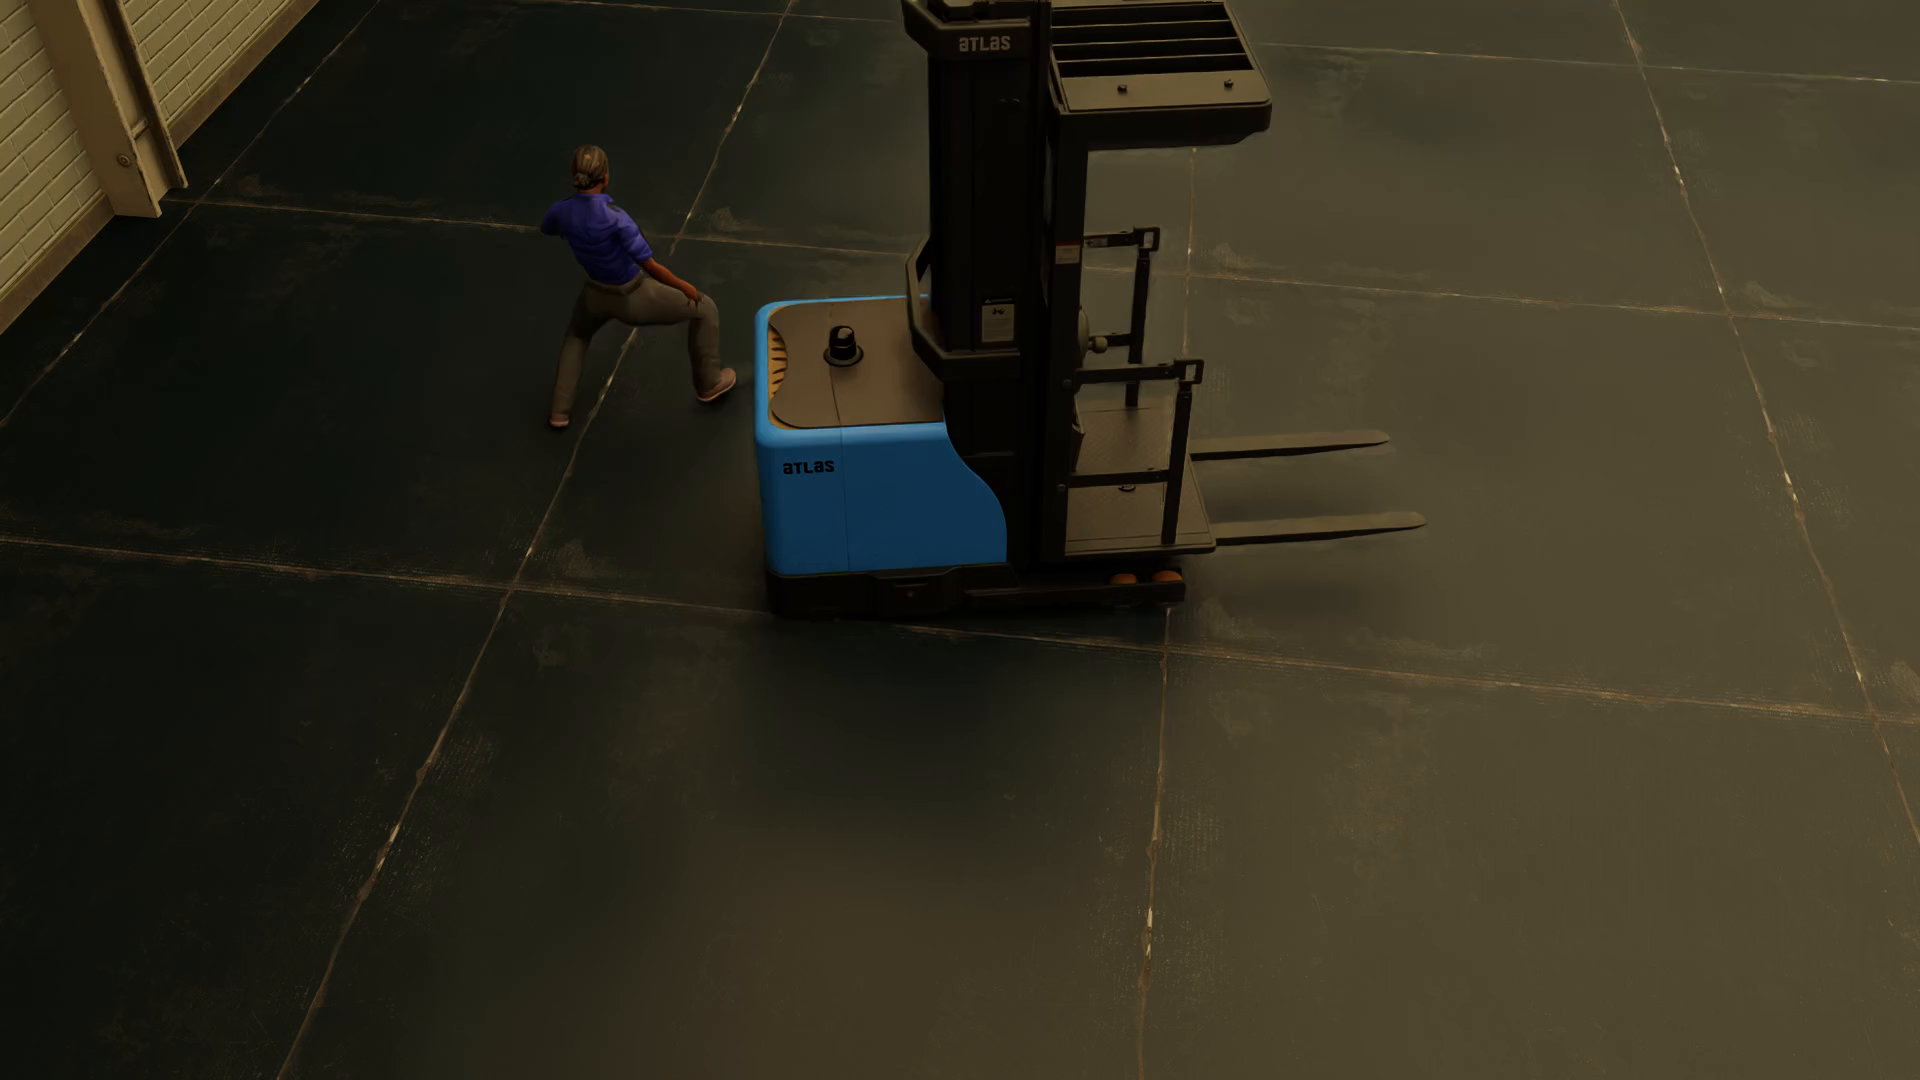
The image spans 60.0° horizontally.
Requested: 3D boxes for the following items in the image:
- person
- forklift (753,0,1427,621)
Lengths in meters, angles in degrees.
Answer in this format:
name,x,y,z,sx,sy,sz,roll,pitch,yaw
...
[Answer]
name,x,y,z,sx,sy,sz,roll,pitch,yaw
person,-1.713,-1.256,8.182,0.902,1.539,0.749,18,45,18
forklift,0.610,-1.124,6.948,3.031,2.935,1.130,-3,43,-4
